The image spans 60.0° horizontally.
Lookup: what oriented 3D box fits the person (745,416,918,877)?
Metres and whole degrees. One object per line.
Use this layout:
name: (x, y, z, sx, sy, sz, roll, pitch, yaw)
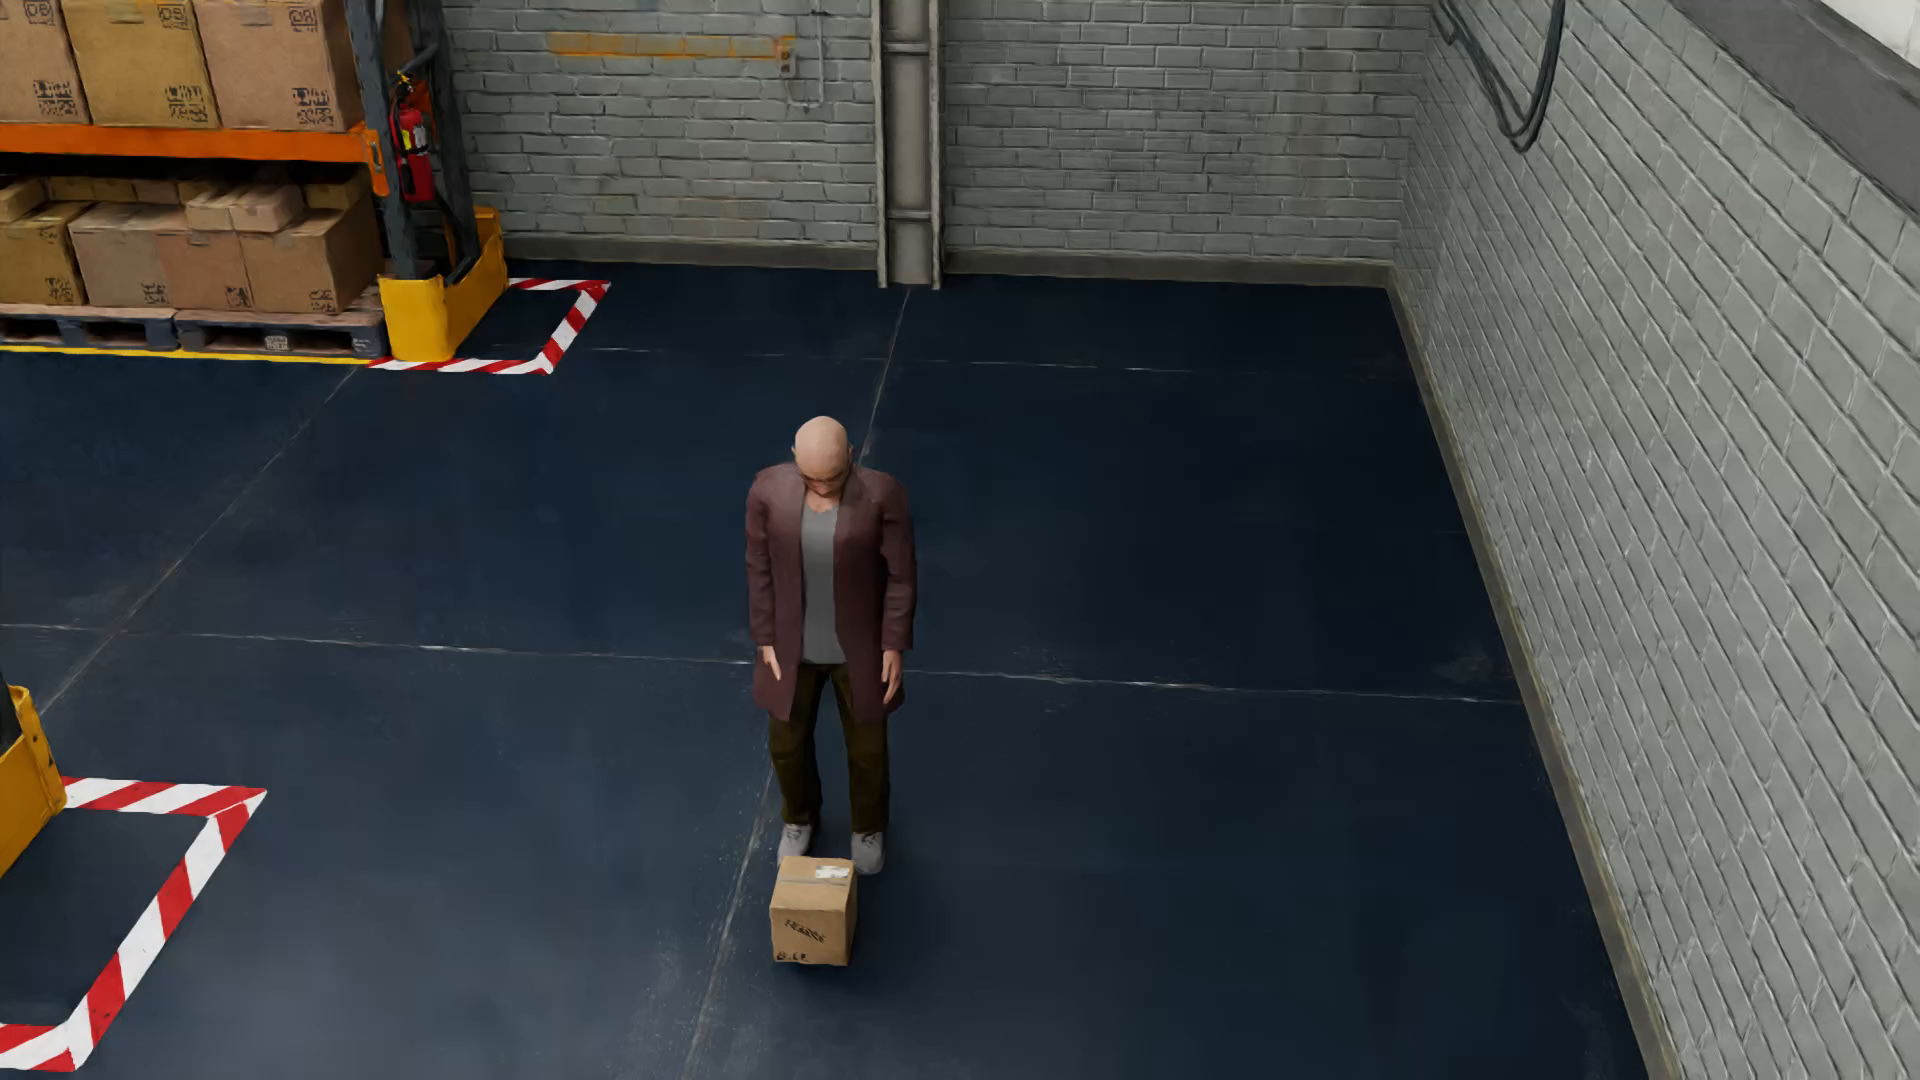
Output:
person: (-0.428, 0.358, 5.596, 0.575, 1.756, 0.389, 3, 32, 5)
